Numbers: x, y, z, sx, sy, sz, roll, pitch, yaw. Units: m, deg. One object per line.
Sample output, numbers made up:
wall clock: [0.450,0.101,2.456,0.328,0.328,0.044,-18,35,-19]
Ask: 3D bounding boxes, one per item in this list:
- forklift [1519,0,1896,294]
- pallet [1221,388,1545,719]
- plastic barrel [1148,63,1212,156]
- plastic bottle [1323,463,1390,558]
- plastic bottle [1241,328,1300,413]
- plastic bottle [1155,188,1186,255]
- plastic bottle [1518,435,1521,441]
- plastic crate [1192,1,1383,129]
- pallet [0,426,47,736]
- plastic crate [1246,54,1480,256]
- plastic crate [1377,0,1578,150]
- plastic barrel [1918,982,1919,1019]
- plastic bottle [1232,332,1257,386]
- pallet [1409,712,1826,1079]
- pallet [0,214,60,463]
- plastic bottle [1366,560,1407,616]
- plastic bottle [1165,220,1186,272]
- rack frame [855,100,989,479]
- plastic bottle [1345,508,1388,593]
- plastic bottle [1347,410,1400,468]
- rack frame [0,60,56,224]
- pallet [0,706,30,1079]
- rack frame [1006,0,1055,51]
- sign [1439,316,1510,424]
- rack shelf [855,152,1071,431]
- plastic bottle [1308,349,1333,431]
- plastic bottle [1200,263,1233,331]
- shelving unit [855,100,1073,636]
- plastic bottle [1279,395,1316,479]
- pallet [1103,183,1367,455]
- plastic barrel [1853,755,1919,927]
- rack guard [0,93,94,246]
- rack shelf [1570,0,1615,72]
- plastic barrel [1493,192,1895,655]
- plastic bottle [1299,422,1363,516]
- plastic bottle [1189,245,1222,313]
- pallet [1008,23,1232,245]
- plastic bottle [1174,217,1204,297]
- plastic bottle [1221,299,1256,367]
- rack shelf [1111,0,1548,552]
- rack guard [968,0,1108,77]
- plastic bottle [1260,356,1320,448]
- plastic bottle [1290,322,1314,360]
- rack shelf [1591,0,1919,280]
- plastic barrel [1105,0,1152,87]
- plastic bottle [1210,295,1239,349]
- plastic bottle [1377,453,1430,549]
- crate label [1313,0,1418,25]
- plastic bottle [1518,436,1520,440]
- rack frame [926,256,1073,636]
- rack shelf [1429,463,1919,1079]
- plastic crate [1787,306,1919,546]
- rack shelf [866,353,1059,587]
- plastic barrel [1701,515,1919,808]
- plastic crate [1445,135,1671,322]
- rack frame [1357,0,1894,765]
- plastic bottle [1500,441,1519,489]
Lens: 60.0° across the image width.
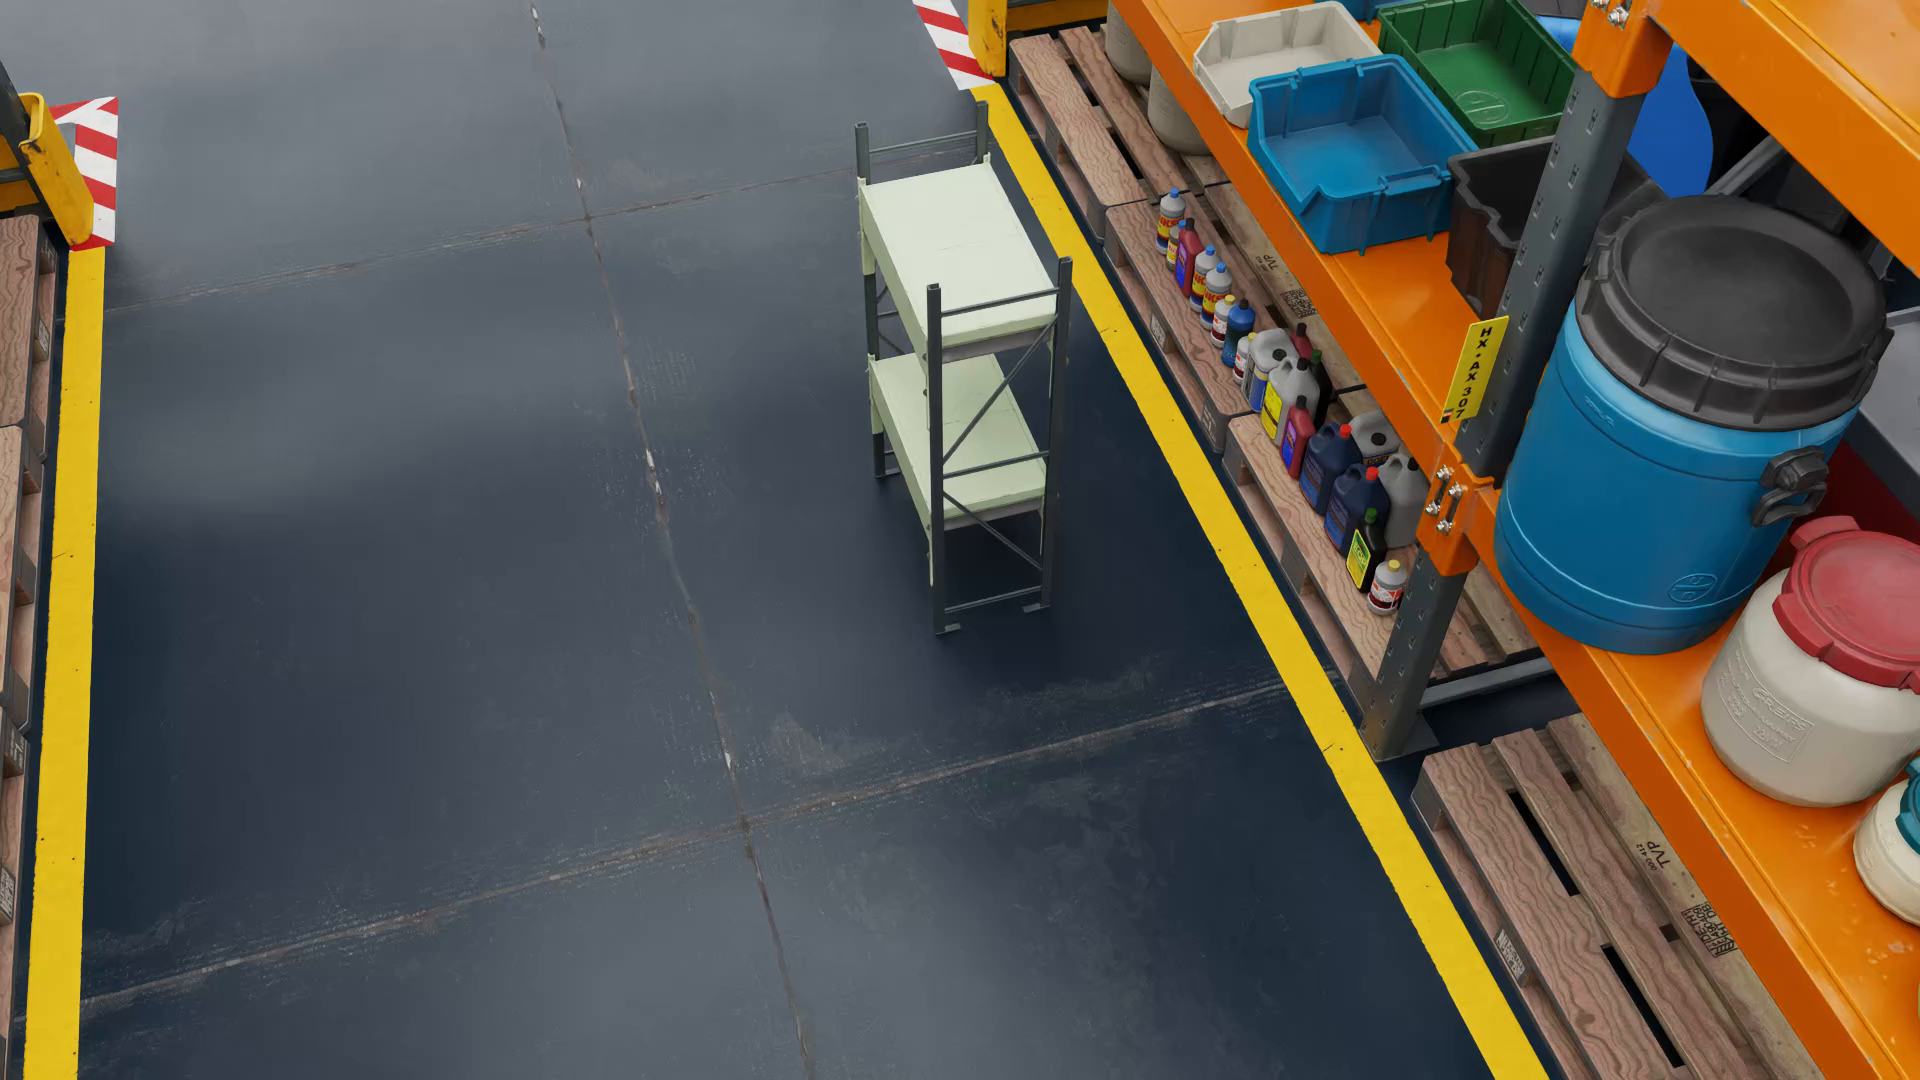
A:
forklift: [3.341,-2.299,5.771,3.031,2.935,1.130,8,50,6]
pallet: [1.588,-0.028,5.636,1.003,0.211,1.213,-13,51,-11]
plastic barrel: [0.980,-1.852,6.702,0.421,0.512,0.421,0,50,0]
plastic bottle: [1.281,-0.120,5.334,0.144,0.351,0.185,-15,51,-12]
plastic bottle: [1.084,-0.592,5.781,0.152,0.276,0.135,-12,51,-10]
plastic bottle: [0.802,-1.216,6.310,0.097,0.271,0.097,0,50,0]
plastic bottle: [1.904,-0.398,5.569,0.144,0.351,0.185,-12,51,-10]
plastic crate: [1.025,-1.471,5.200,0.530,0.136,0.437,-13,51,-11]
pallet: [-3.582,0.217,5.429,1.003,0.211,1.213,-13,51,-11]
plastic crate: [1.160,-1.126,4.834,0.499,0.251,0.616,-13,51,-11]
plastic crate: [1.615,-1.414,5.119,0.450,0.188,0.662,-13,51,-11]
plastic barrel: [2.037,0.814,3.013,0.433,0.535,0.433,0,50,0]
plastic bottle: [1.023,-0.648,5.877,0.097,0.201,0.097,0,50,0]
pallet: [2.016,1.037,4.738,1.003,0.211,1.213,-13,51,-11]
pallet: [-3.939,-0.673,6.179,1.003,0.211,1.213,-13,51,-11]
plastic bottle: [1.342,0.139,5.214,0.097,0.201,0.097,0,50,0]
plastic bottle: [0.833,-1.118,6.273,0.097,0.201,0.097,0,50,0]
rack frame: [-0.110,-0.756,5.406,0.400,1.500,0.023,-13,51,-11]
plastic bottle: [1.289,0.030,5.252,0.061,0.283,0.133,-11,51,-9]
plastic bottle: [1.358,-0.288,5.525,0.152,0.276,0.135,-13,51,-11]
rack frame: [-4.168,-2.228,5.667,1.000,3.000,0.127,-13,51,-11]
pallet: [-3.217,1.109,4.677,1.003,0.211,1.213,-13,51,-11]
rack frame: [0.564,-3.348,6.611,1.000,3.000,0.127,-13,51,-11]
sign: [1.218,-0.400,3.944,0.100,0.325,0.005,-13,51,-11]
rack shelf: [-0.002,-0.740,4.882,0.431,0.370,0.720,-13,51,-11]
plastic bottle: [1.219,-0.516,5.712,0.061,0.283,0.133,-13,51,-11]
plastic bottle: [0.933,-0.893,6.037,0.097,0.271,0.097,0,50,0]
shelving unit: [-0.002,-0.488,5.181,0.431,1.500,0.755,-13,51,-11]
plastic bottle: [1.136,-0.348,5.570,0.061,0.283,0.133,-10,51,-9]
pallet: [1.224,-0.921,6.388,1.003,0.211,1.213,-13,51,-11]
plastic barrel: [1.992,0.619,3.357,0.301,0.262,0.301,0,50,0]
rack guard: [-4.145,-1.367,6.576,1.175,0.500,0.348,-13,51,-11]
rack shelf: [1.155,-2.623,4.508,1.077,0.370,4.000,-13,51,-11]
plastic barrel: [1.572,-0.238,3.661,0.600,0.901,0.708,-13,51,-11]
plastic bottle: [1.224,-0.260,5.452,0.144,0.351,0.185,-16,52,-13]
plastic bottle: [0.904,-0.966,6.099,0.097,0.271,0.097,0,50,0]
pallet: [0.866,-1.810,7.138,1.003,0.211,1.213,-13,51,-11]
plastic bottle: [0.852,-1.050,6.163,0.061,0.283,0.133,-13,51,-10]
plastic bottle: [0.993,-0.745,5.913,0.097,0.271,0.097,0,50,0]
rack shelf: [1.155,-1.656,5.654,1.077,0.370,4.000,-13,51,-11]
rack guard: [0.631,-2.498,7.529,1.175,0.500,0.348,-13,51,-11]
plastic bottle: [1.129,-0.496,5.651,0.144,0.351,0.185,-14,51,-11]
plastic bottle: [1.186,-0.618,5.798,0.061,0.283,0.133,-13,51,-11]
rack shelf: [2.338,0.299,2.045,1.077,0.370,4.000,-13,51,-11]
plastic barrel: [0.831,-2.218,7.011,0.421,0.512,0.421,0,50,0]
plastic bottle: [0.963,-0.798,6.003,0.097,0.201,0.097,0,50,0]
plastic bottle: [1.419,-0.153,5.362,0.144,0.351,0.185,-13,51,-11]
crate label: [1.367,-2.077,5.516,0.502,0.435,0.616,-13,51,-11]
plastic bottle: [1.767,-0.366,5.541,0.144,0.351,0.185,-13,51,-11]
rack frame: [0.106,-0.221,4.955,0.400,1.500,0.023,-13,51,-11]
rack shelf: [2.338,1.266,3.192,1.077,0.370,4.000,-13,51,-11]
plastic crate: [2.182,-0.163,3.884,0.402,0.464,0.583,-13,51,-11]
rack shelf: [-0.002,-0.278,5.430,0.431,0.370,0.720,-13,51,-11]
plastic barrel: [1.820,0.278,3.465,0.433,0.535,0.433,0,50,0]
plastic crate: [1.713,-0.818,4.518,0.767,0.338,0.504,-13,51,-11]
rack frame: [1.747,-0.427,4.148,1.000,3.000,0.127,-13,51,-11]
plastic bottle: [1.848,-0.230,5.471,0.061,0.283,0.133,-13,51,-11]
